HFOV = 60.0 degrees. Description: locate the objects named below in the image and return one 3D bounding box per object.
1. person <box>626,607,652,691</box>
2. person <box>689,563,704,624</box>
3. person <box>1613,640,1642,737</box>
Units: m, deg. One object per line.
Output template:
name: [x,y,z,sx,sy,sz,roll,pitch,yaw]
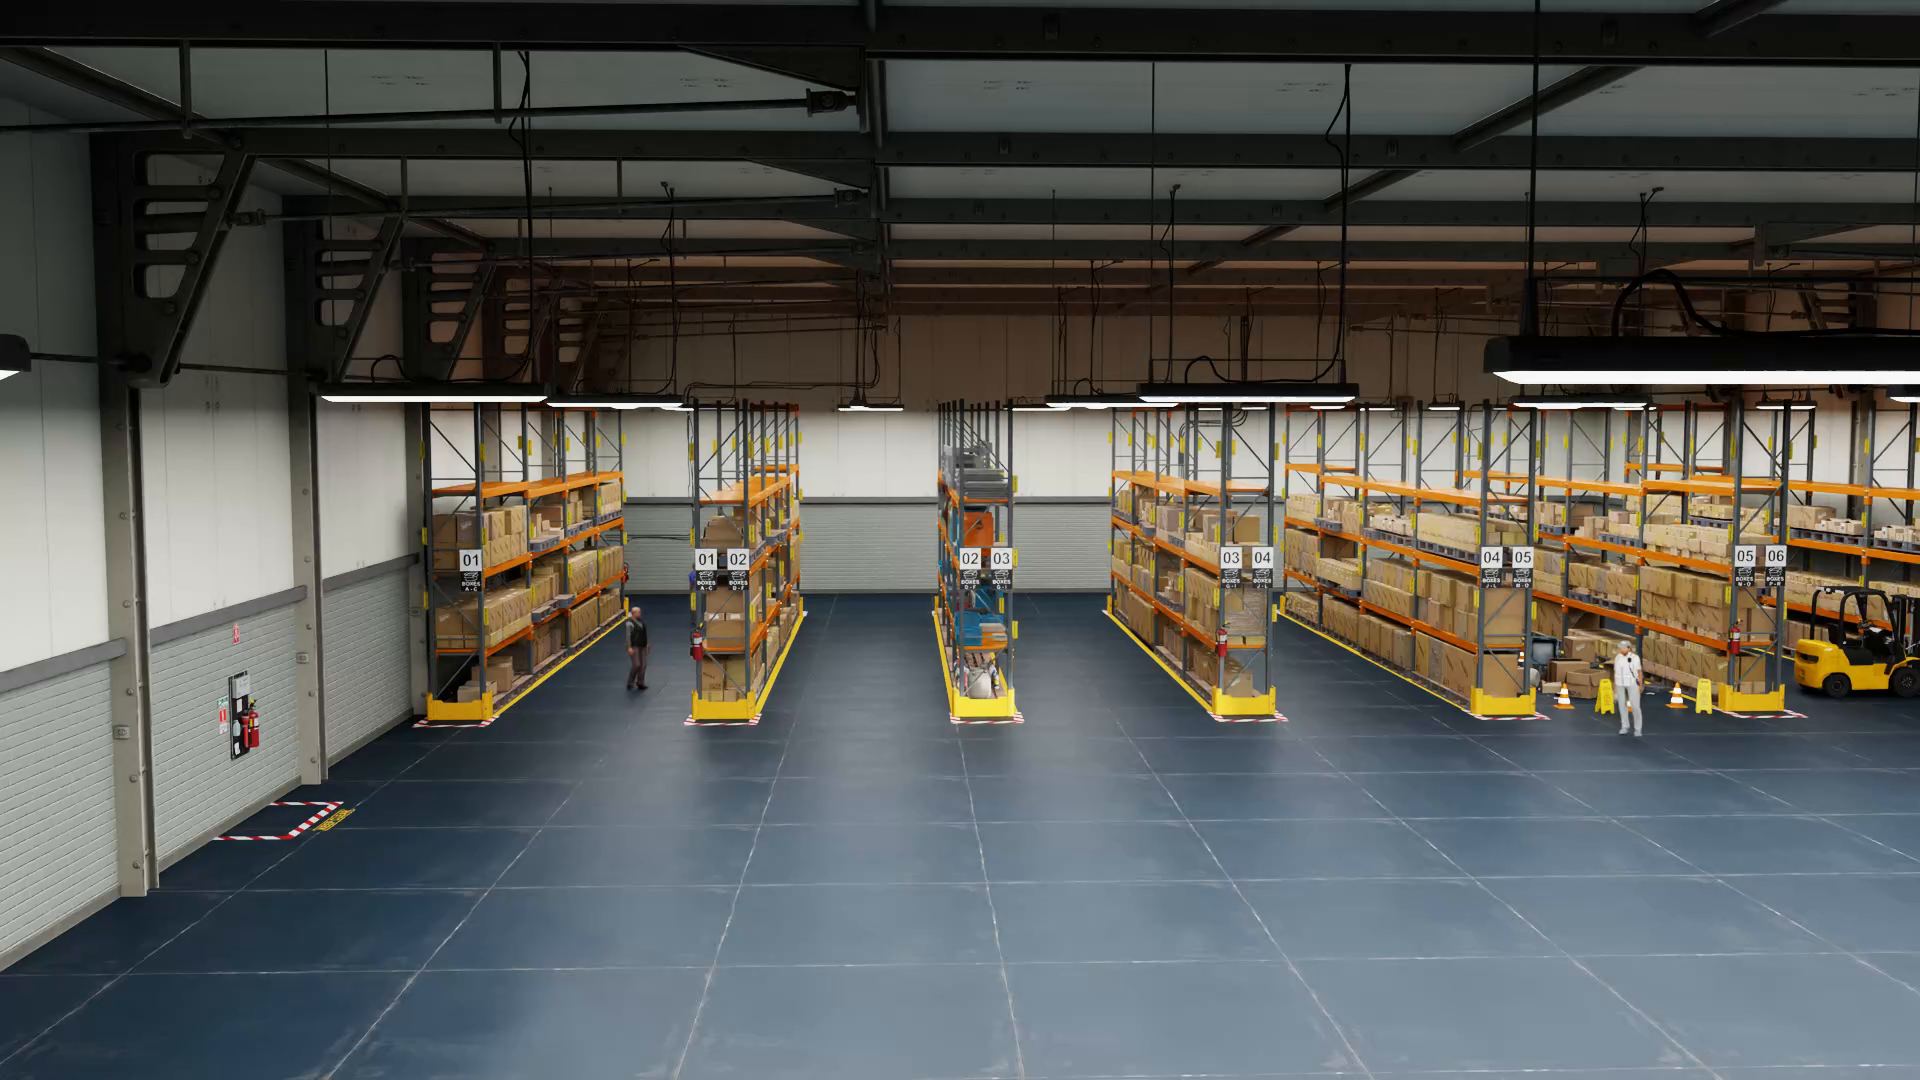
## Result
person: [-6.690,2.277,34.596,0.401,1.781,0.578,3,5,31]
person: [-7.171,1.448,45.503,0.415,1.663,0.482,1,4,10]
person: [11.960,2.645,29.759,0.390,1.706,0.572,-4,6,-42]
